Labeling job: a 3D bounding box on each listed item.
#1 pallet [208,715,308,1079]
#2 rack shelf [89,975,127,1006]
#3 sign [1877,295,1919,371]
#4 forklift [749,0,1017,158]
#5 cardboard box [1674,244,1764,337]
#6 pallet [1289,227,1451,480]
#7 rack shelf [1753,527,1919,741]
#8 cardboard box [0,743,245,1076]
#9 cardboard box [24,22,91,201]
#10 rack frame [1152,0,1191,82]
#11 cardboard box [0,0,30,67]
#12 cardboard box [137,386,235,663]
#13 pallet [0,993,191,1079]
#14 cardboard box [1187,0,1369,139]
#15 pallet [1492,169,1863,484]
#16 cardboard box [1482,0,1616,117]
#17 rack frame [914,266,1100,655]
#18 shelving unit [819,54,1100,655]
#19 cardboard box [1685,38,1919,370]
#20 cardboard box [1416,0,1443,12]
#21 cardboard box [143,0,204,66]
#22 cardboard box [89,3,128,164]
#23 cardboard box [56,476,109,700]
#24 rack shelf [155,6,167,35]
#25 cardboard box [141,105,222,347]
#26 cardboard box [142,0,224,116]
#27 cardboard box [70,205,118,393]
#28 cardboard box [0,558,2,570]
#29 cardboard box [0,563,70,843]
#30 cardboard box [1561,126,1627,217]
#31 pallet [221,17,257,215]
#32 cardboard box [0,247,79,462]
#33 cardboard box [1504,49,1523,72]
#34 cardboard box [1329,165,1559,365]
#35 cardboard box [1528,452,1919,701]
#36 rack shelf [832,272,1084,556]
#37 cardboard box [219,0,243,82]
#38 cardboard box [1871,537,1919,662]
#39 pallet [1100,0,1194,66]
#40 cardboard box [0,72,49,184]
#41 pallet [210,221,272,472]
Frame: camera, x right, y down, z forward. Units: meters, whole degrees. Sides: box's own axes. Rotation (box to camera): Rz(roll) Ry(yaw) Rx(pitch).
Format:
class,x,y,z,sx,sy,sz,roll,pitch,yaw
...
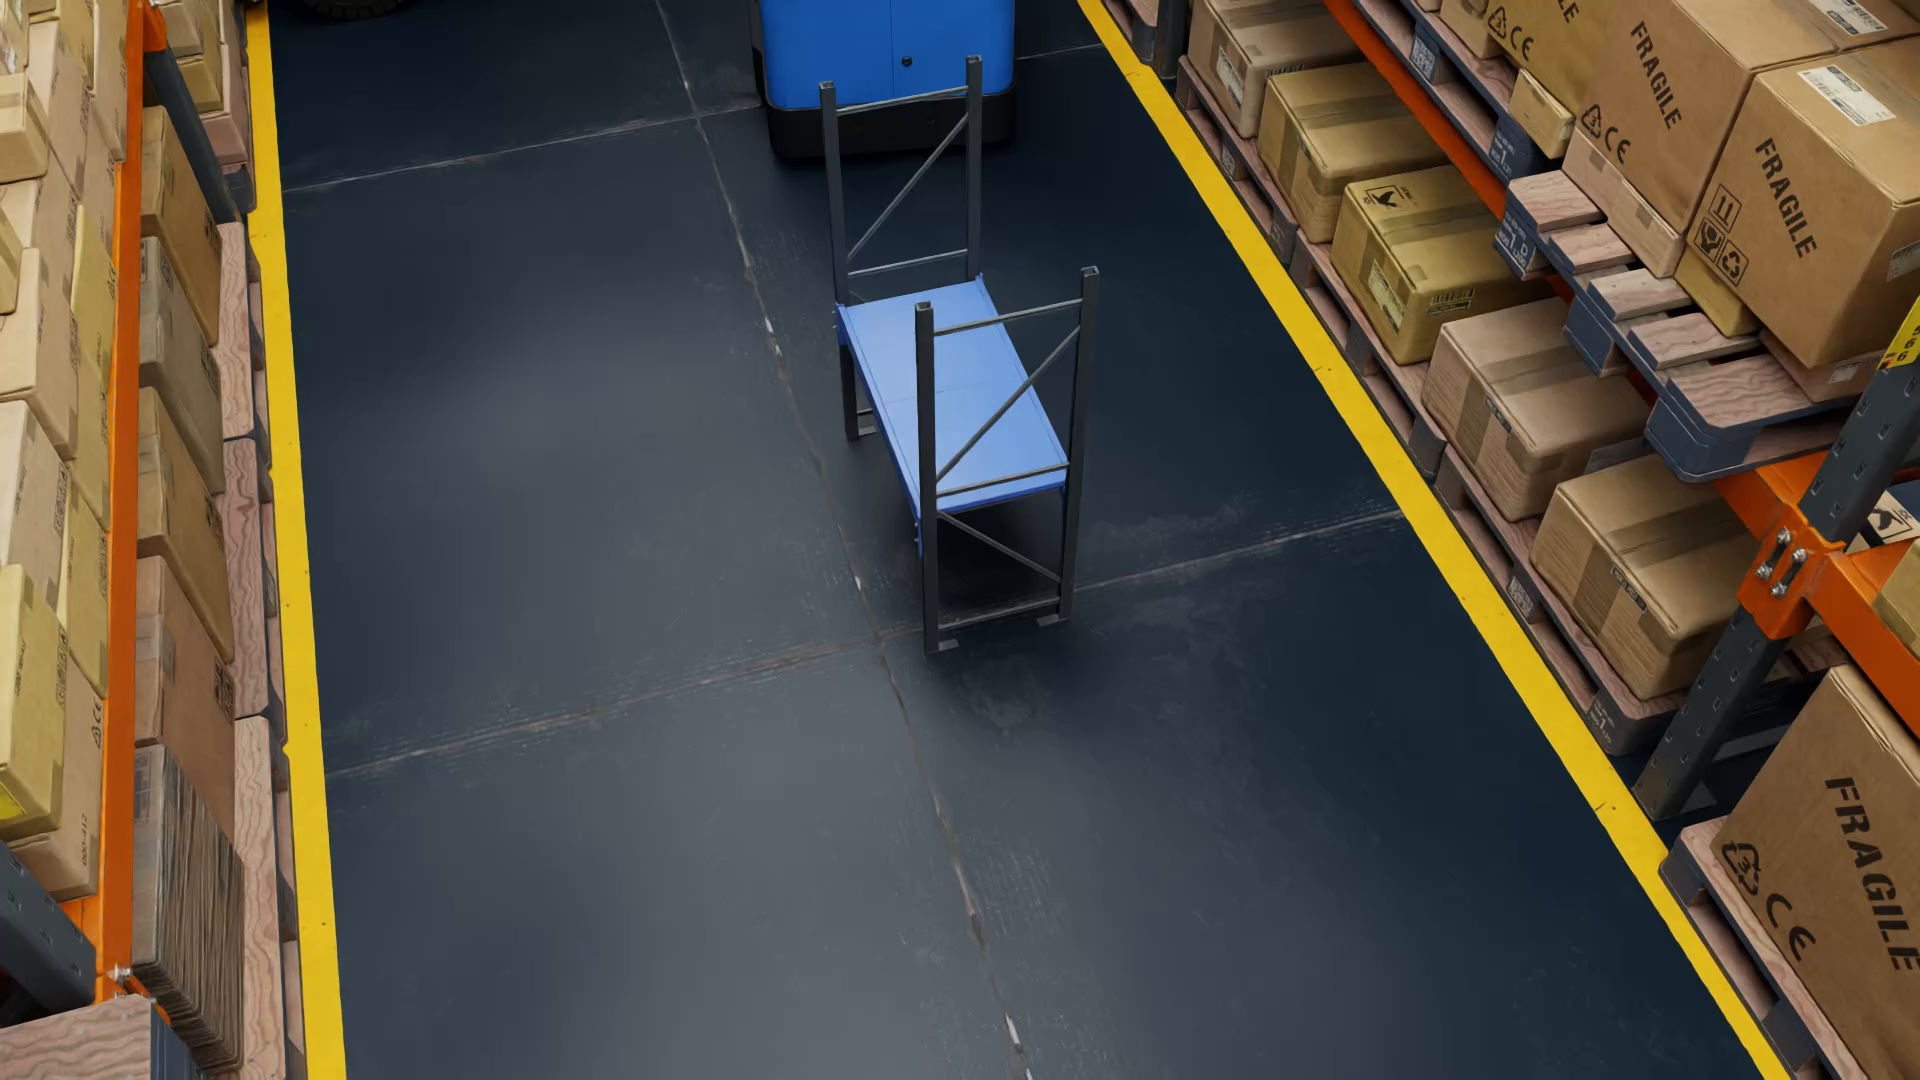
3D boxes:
class,x,y,z,sx,sy,sz,roll,pitch,yaw
pallet,-2.396,1.147,4.645,1.003,0.211,1.213,-13,51,-11
rack shelf,-1.598,2.551,2.108,1.077,0.370,4.000,-13,51,-11
sign,2.035,-0.484,3.491,0.100,0.325,0.005,-13,51,-11
forklift,-0.465,-3.698,6.950,1.130,2.935,3.031,-6,50,-5
cardboard box,2.081,-0.686,4.256,0.380,0.149,0.250,-13,51,-10
pallet,1.964,-0.828,6.310,1.003,0.211,1.213,-13,51,-11
rack shelf,3.142,1.426,3.056,1.077,0.370,4.000,-13,51,-11
cardboard box,-2.361,1.030,4.198,0.875,0.625,0.625,-12,51,-10
cardboard box,-2.678,-1.126,4.508,0.500,0.250,0.500,-12,51,-10
rack frame,1.368,-3.188,6.475,1.000,3.000,0.127,-13,51,-11
cardboard box,-2.722,-1.362,4.447,0.380,0.149,0.250,-14,51,-12
cardboard box,-2.761,0.063,5.013,0.875,0.625,0.625,-15,52,-12
pallet,-1.922,1.400,2.733,1.213,0.211,1.003,-13,51,-11
cardboard box,1.526,-2.094,6.997,0.950,0.372,0.625,-13,51,-11
pallet,2.238,-0.701,4.504,1.213,0.211,1.003,-13,51,-11
cardboard box,1.837,-1.542,4.554,0.500,0.500,0.500,-16,52,-13
rack frame,0.125,-0.174,4.916,0.500,1.500,0.032,-13,51,-11
shelving unit,-0.025,-0.546,5.229,0.538,1.500,1.048,-13,51,-11
cardboard box,2.151,-0.799,3.927,0.500,0.500,0.500,-15,51,-12
cardboard box,1.589,-1.809,5.203,0.380,0.149,0.250,-12,51,-10
cardboard box,-3.216,-2.058,6.393,0.500,0.250,0.500,-14,51,-12
cardboard box,-2.820,-1.339,5.015,0.500,0.250,0.500,-14,51,-11
cardboard box,-2.231,0.159,3.752,0.500,0.250,0.500,-14,51,-12
rack shelf,-3.964,-3.292,7.033,1.077,0.370,4.000,-13,51,-11
cardboard box,-3.208,-1.054,5.955,0.875,0.625,0.625,-11,51,-9
cardboard box,-3.221,-1.896,6.583,0.500,0.250,0.500,-14,51,-11
cardboard box,-2.542,-0.595,4.387,0.500,0.250,0.500,-12,51,-10
cardboard box,-2.083,0.123,3.194,0.380,0.149,0.250,-12,51,-10
cardboard box,-2.064,0.361,3.255,0.500,0.250,0.500,-13,51,-11
cardboard box,1.897,-1.046,4.559,0.380,0.149,0.250,-16,52,-13
pallet,-3.568,-1.754,7.091,1.003,0.211,1.213,-13,51,-11
cardboard box,-2.372,-0.386,3.884,0.500,0.250,0.500,-14,51,-12
cardboard box,1.848,-1.456,4.905,0.380,0.149,0.250,-13,51,-11
cardboard box,1.949,-1.062,6.127,0.950,0.372,0.625,-12,51,-10
cardboard box,2.393,0.030,5.206,0.950,0.372,0.625,-16,52,-13
rack shelf,-0.025,-0.430,5.367,0.538,0.185,1.000,-13,51,-11
cardboard box,-3.364,-2.107,7.088,0.500,0.250,0.500,-14,51,-12
cardboard box,2.455,0.196,3.721,0.500,0.250,0.500,-14,51,-12
pallet,1.136,-2.771,7.948,1.003,0.211,1.213,-13,51,-11
cardboard box,-2.501,-1.002,4.143,0.380,0.149,0.250,-15,51,-12
pallet,-3.117,-0.635,6.147,1.003,0.211,1.213,-13,51,-11
